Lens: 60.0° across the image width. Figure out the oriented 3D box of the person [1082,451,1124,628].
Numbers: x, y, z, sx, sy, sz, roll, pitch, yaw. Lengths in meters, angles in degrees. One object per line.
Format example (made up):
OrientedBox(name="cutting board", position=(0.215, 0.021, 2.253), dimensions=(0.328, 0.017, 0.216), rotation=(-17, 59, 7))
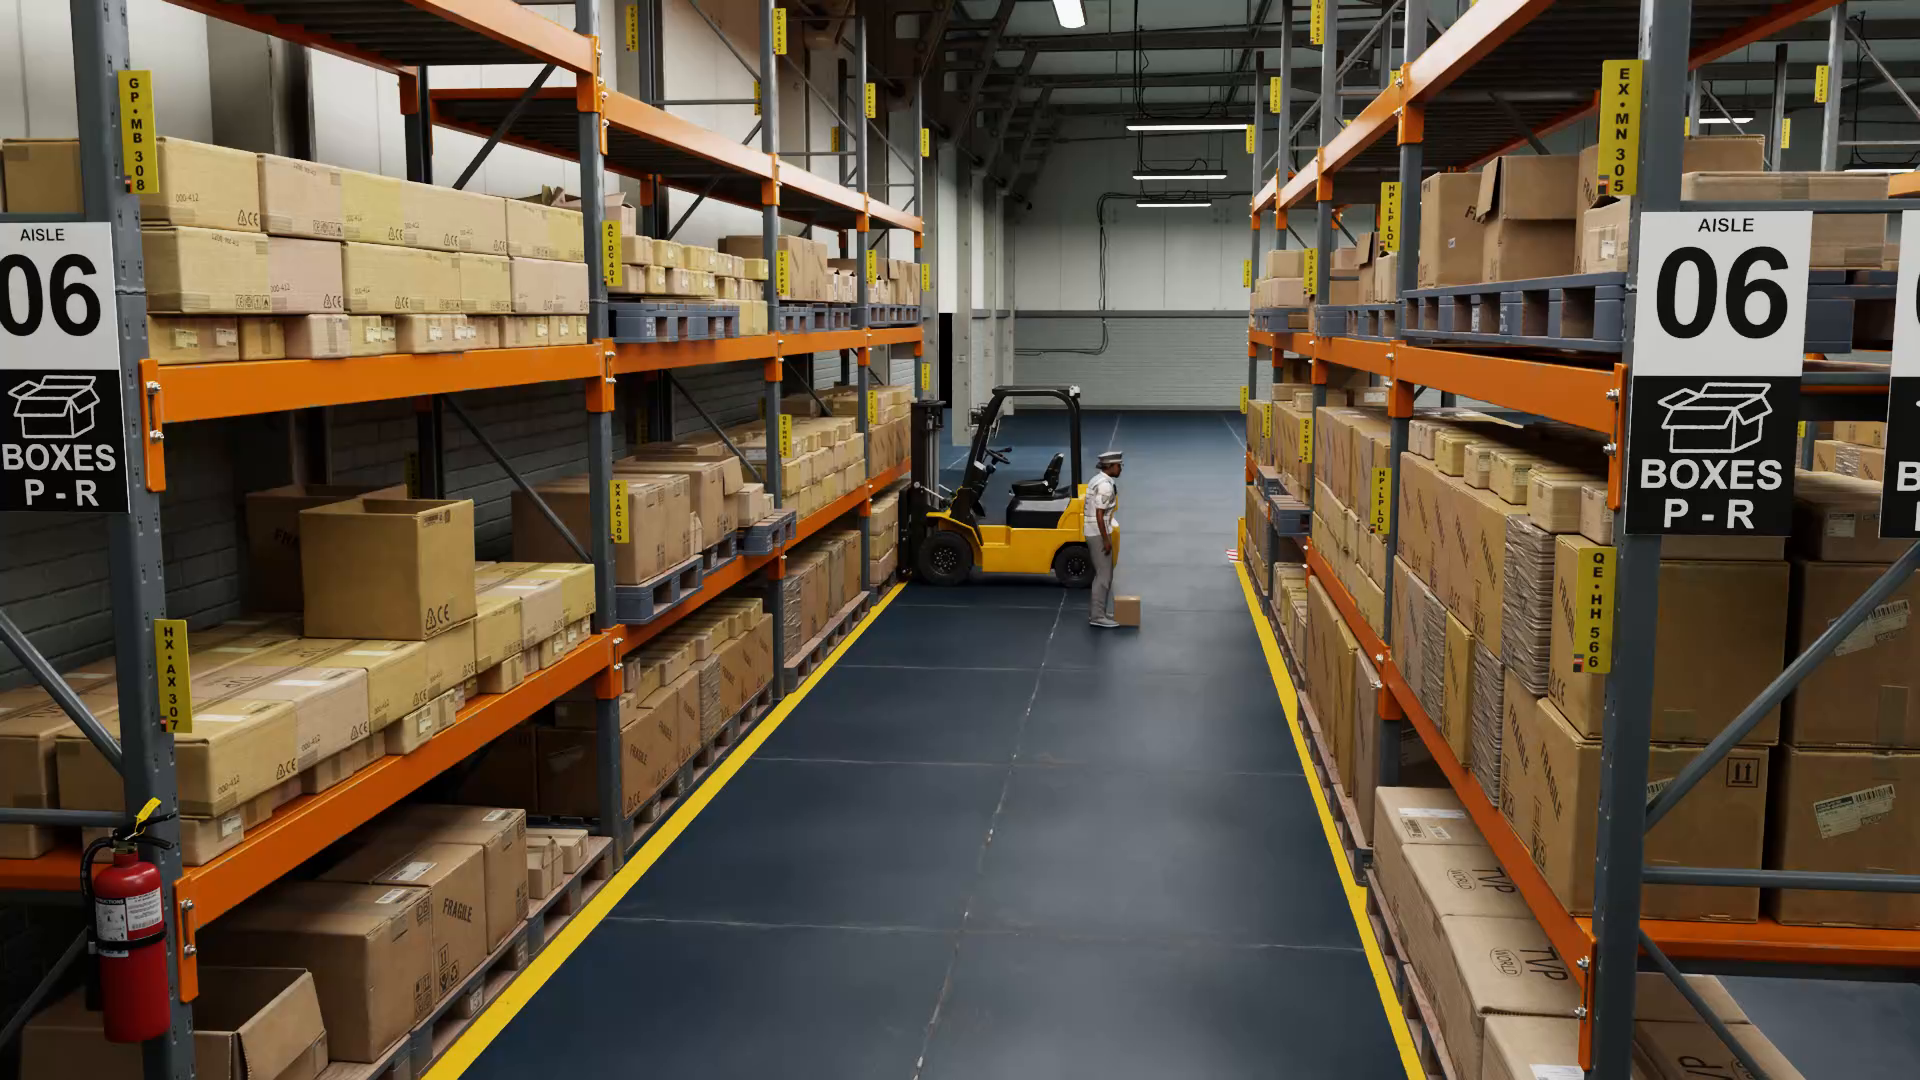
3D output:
OrientedBox(name="person", position=(1.372, -0.021, 15.947), dimensions=(0.397, 1.661, 0.531), rotation=(0, 8, 3))
